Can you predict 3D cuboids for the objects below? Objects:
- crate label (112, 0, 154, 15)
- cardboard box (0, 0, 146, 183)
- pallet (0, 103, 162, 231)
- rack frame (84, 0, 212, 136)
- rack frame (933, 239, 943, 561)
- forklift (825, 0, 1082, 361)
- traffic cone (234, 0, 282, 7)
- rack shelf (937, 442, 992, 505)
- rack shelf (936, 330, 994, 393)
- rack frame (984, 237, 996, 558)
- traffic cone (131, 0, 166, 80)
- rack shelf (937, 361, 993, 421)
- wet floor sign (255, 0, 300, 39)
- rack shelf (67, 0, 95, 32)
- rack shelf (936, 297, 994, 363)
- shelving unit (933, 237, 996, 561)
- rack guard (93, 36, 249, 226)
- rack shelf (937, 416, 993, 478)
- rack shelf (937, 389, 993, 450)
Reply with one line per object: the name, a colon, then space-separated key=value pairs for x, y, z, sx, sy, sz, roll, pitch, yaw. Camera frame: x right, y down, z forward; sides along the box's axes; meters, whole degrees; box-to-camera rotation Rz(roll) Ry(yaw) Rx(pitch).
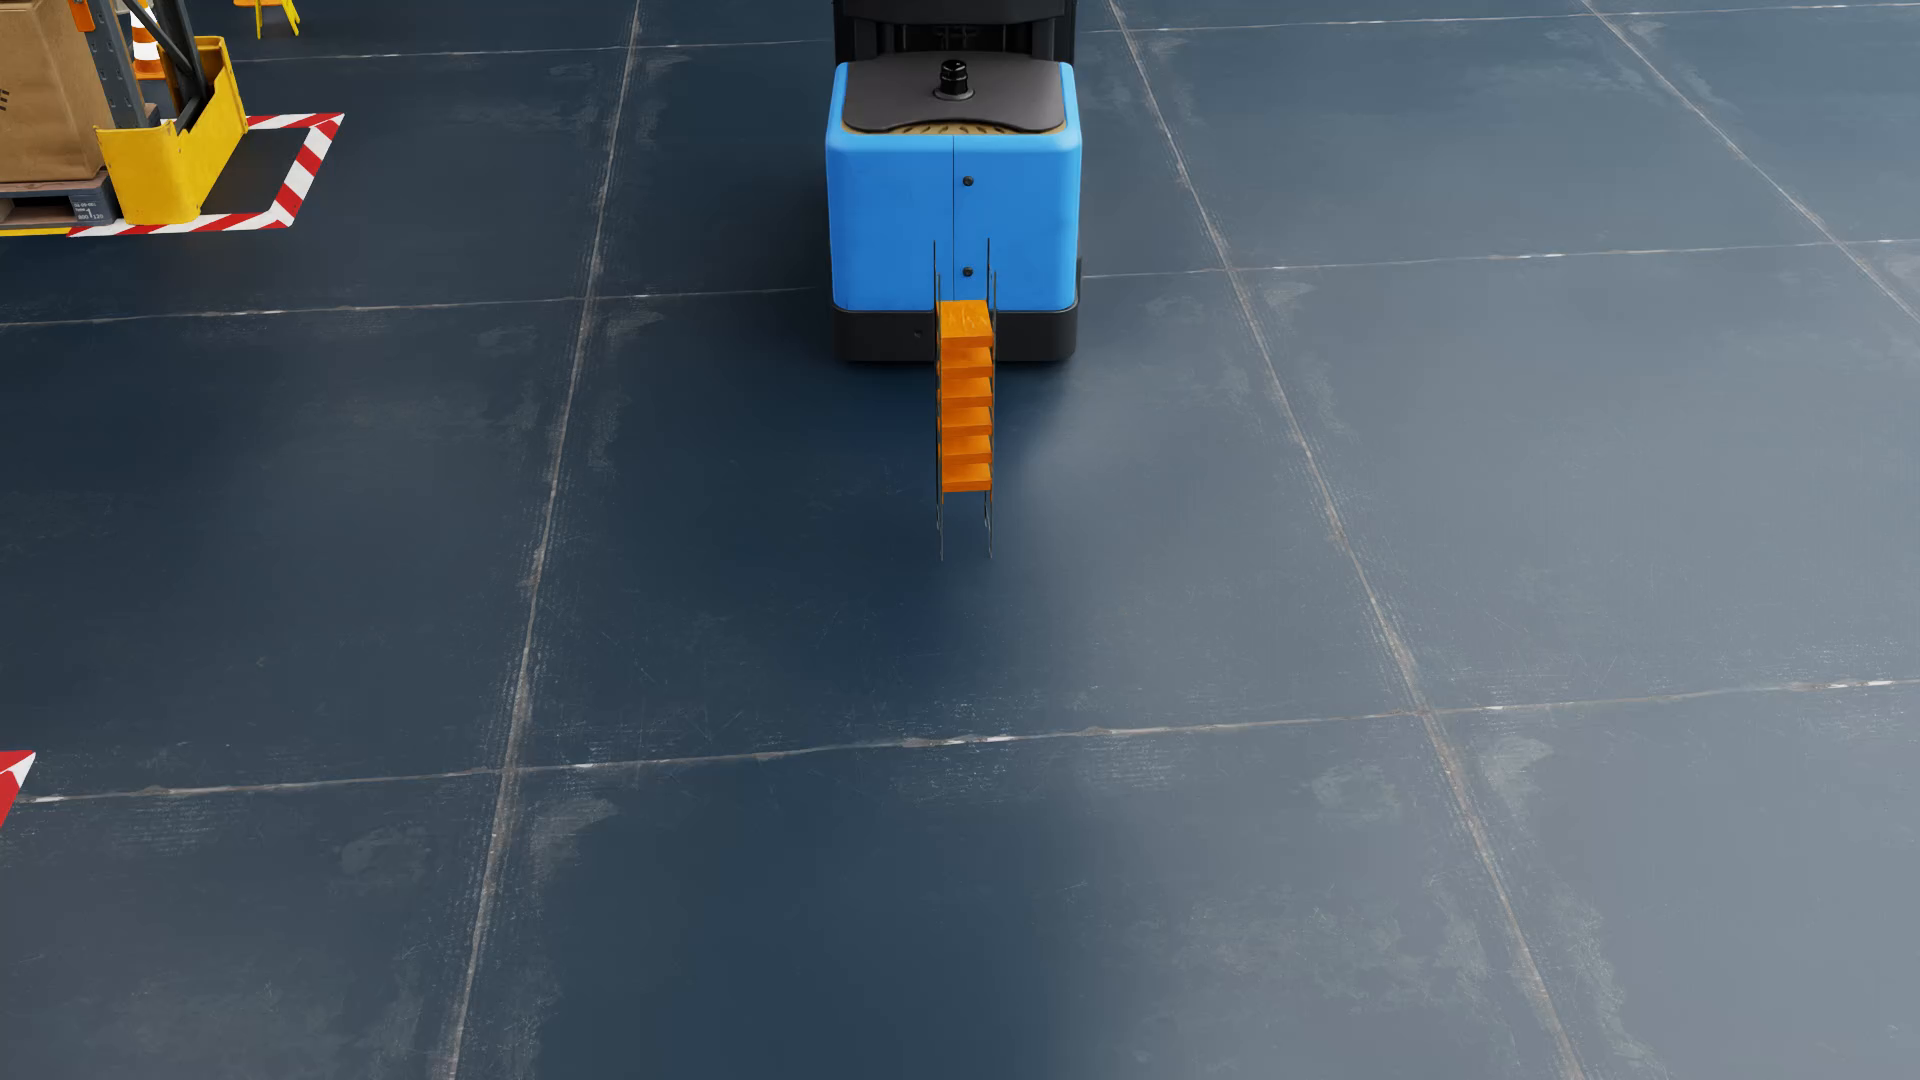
crate label: x=-5.237 y=-3.453 z=10.516 sx=0.298 sy=0.136 sz=0.250 roll=-24 pitch=44 yaw=-27
cardboard box: x=-4.713 y=-2.349 z=8.181 sx=0.875 sy=0.875 sz=0.875 roll=-3 pitch=38 yaw=-4
pallet: x=-4.832 y=-1.909 z=8.499 sx=1.213 sy=0.211 sz=1.003 roll=-3 pitch=38 yaw=-4
rack frame: x=-4.043 y=-3.096 z=7.752 sx=0.127 sy=3.000 sz=1.000 roll=-3 pitch=38 yaw=-4
rack frame: x=-0.077 y=-0.467 z=5.873 sx=0.006 sy=1.200 sz=0.240 roll=-3 pitch=38 yaw=-4
forklift: x=-0.024 y=-2.795 z=7.427 sx=1.130 sy=2.935 sz=3.031 roll=0 pitch=38 yaw=0
traffic cone: x=-4.459 y=-3.663 z=10.519 sx=0.334 sy=0.463 sz=0.336 roll=-3 pitch=38 yaw=-4
rack shelf: x=0.014 y=-0.249 z=6.056 sx=0.180 sy=0.103 sz=0.258 roll=-3 pitch=38 yaw=-4
rack shelf: x=0.014 y=-0.625 z=5.758 sx=0.180 sy=0.103 sz=0.258 roll=-3 pitch=38 yaw=-4
rack frame: x=0.106 y=-0.477 z=5.886 sx=0.006 sy=1.200 sz=0.240 roll=-3 pitch=38 yaw=-4
traffic cone: x=-4.698 y=-2.947 z=9.611 sx=0.334 sy=0.463 sz=0.336 roll=-3 pitch=38 yaw=-4
rack shelf: x=0.014 y=-0.531 z=5.833 sx=0.180 sy=0.103 sz=0.258 roll=-3 pitch=38 yaw=-4
wet floor sign: x=-4.189 y=-3.395 z=10.032 sx=0.232 sy=0.644 sz=0.267 roll=-9 pitch=39 yaw=-12
rack shelf: x=-6.035 y=-2.704 z=7.836 sx=4.000 sy=0.370 sz=1.077 roll=-3 pitch=38 yaw=-4
rack shelf: x=0.014 y=-0.720 z=5.684 sx=0.180 sy=0.103 sz=0.258 roll=-3 pitch=38 yaw=-4
shelving unit: x=0.014 y=-0.472 z=5.879 sx=0.189 sy=1.200 sz=0.258 roll=-3 pitch=38 yaw=-4
rack guard: x=-4.019 y=-2.116 z=8.528 sx=0.348 sy=0.500 sz=1.175 roll=-3 pitch=38 yaw=-4
rack shelf: x=0.014 y=-0.343 z=5.981 sx=0.180 sy=0.103 sz=0.258 roll=-3 pitch=38 yaw=-4
rack shelf: x=0.014 y=-0.437 z=5.907 sx=0.180 sy=0.103 sz=0.258 roll=-3 pitch=38 yaw=-4
